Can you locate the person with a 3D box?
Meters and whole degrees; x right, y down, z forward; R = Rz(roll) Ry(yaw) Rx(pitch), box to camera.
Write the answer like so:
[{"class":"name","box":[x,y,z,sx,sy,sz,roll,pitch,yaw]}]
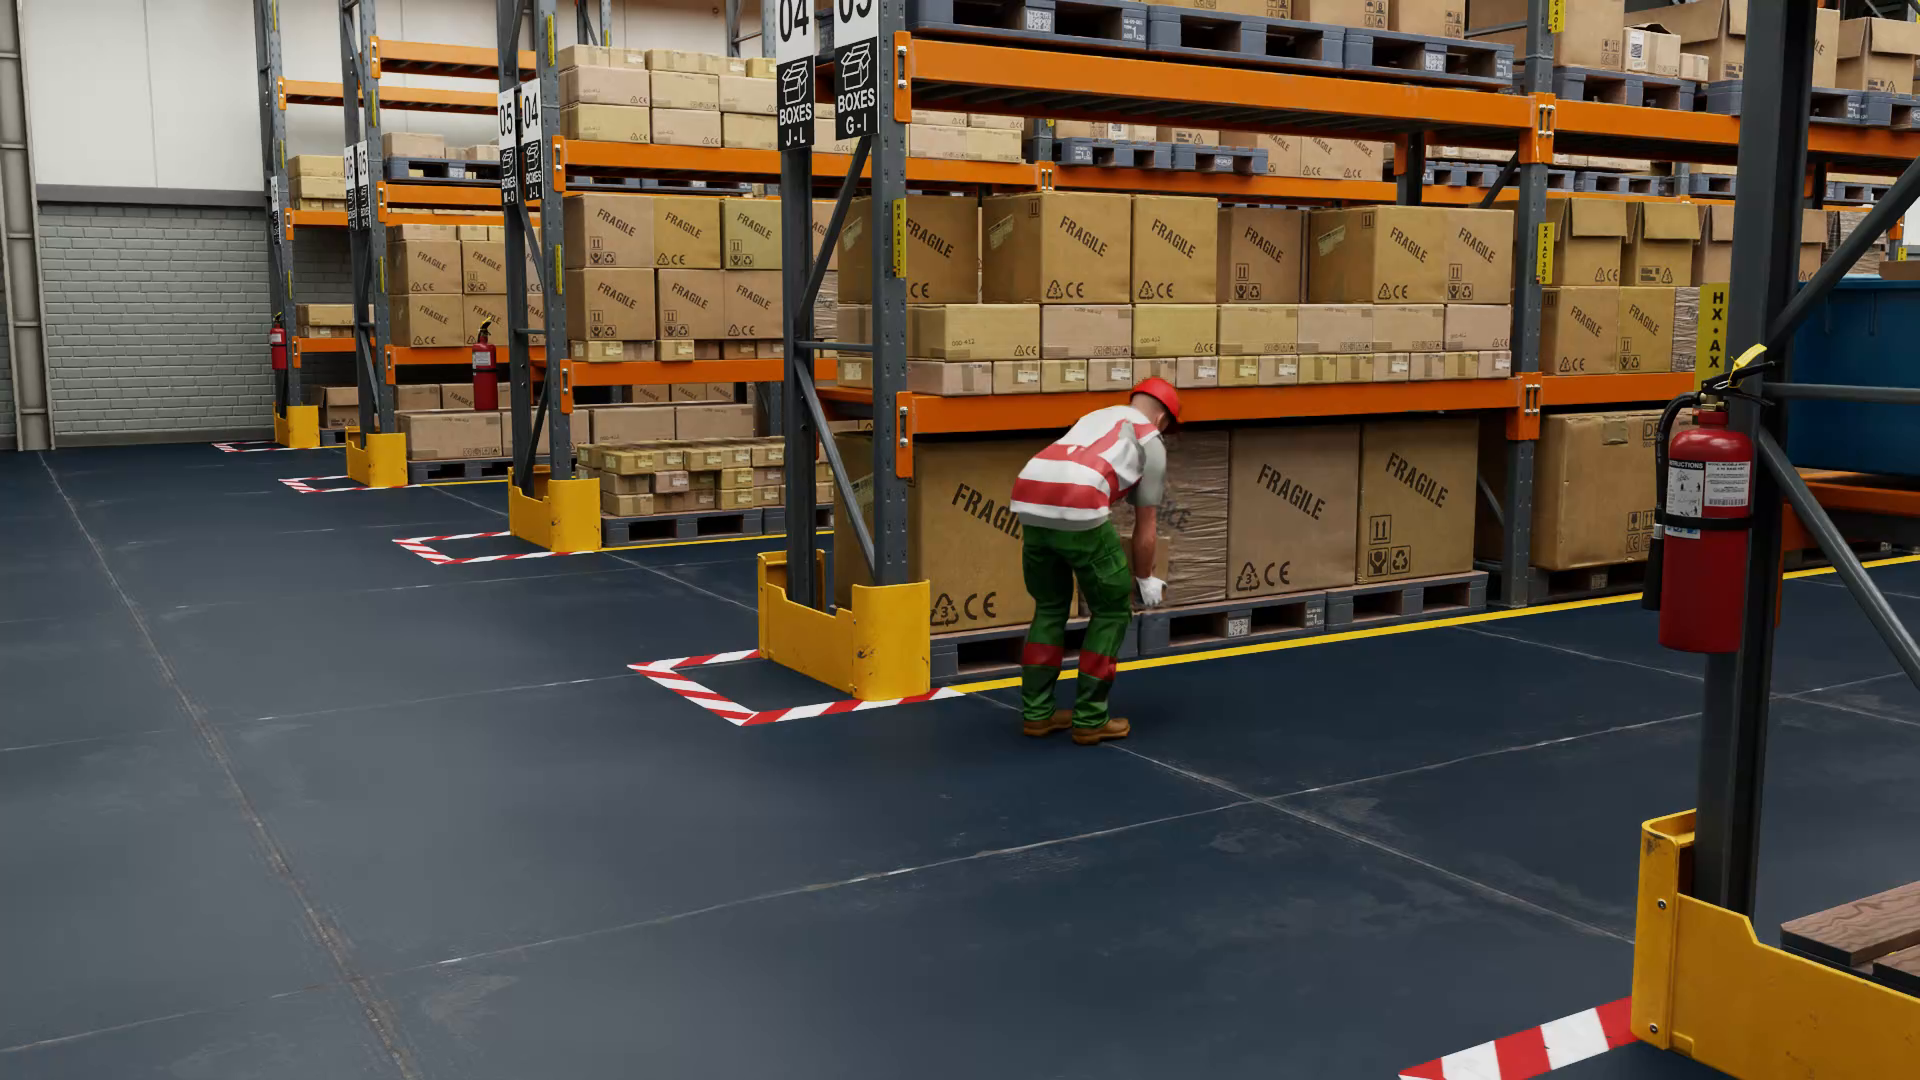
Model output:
[{"class":"person","box":[0.580,0.063,6.662,0.478,1.401,0.887,7,11,42]}]
